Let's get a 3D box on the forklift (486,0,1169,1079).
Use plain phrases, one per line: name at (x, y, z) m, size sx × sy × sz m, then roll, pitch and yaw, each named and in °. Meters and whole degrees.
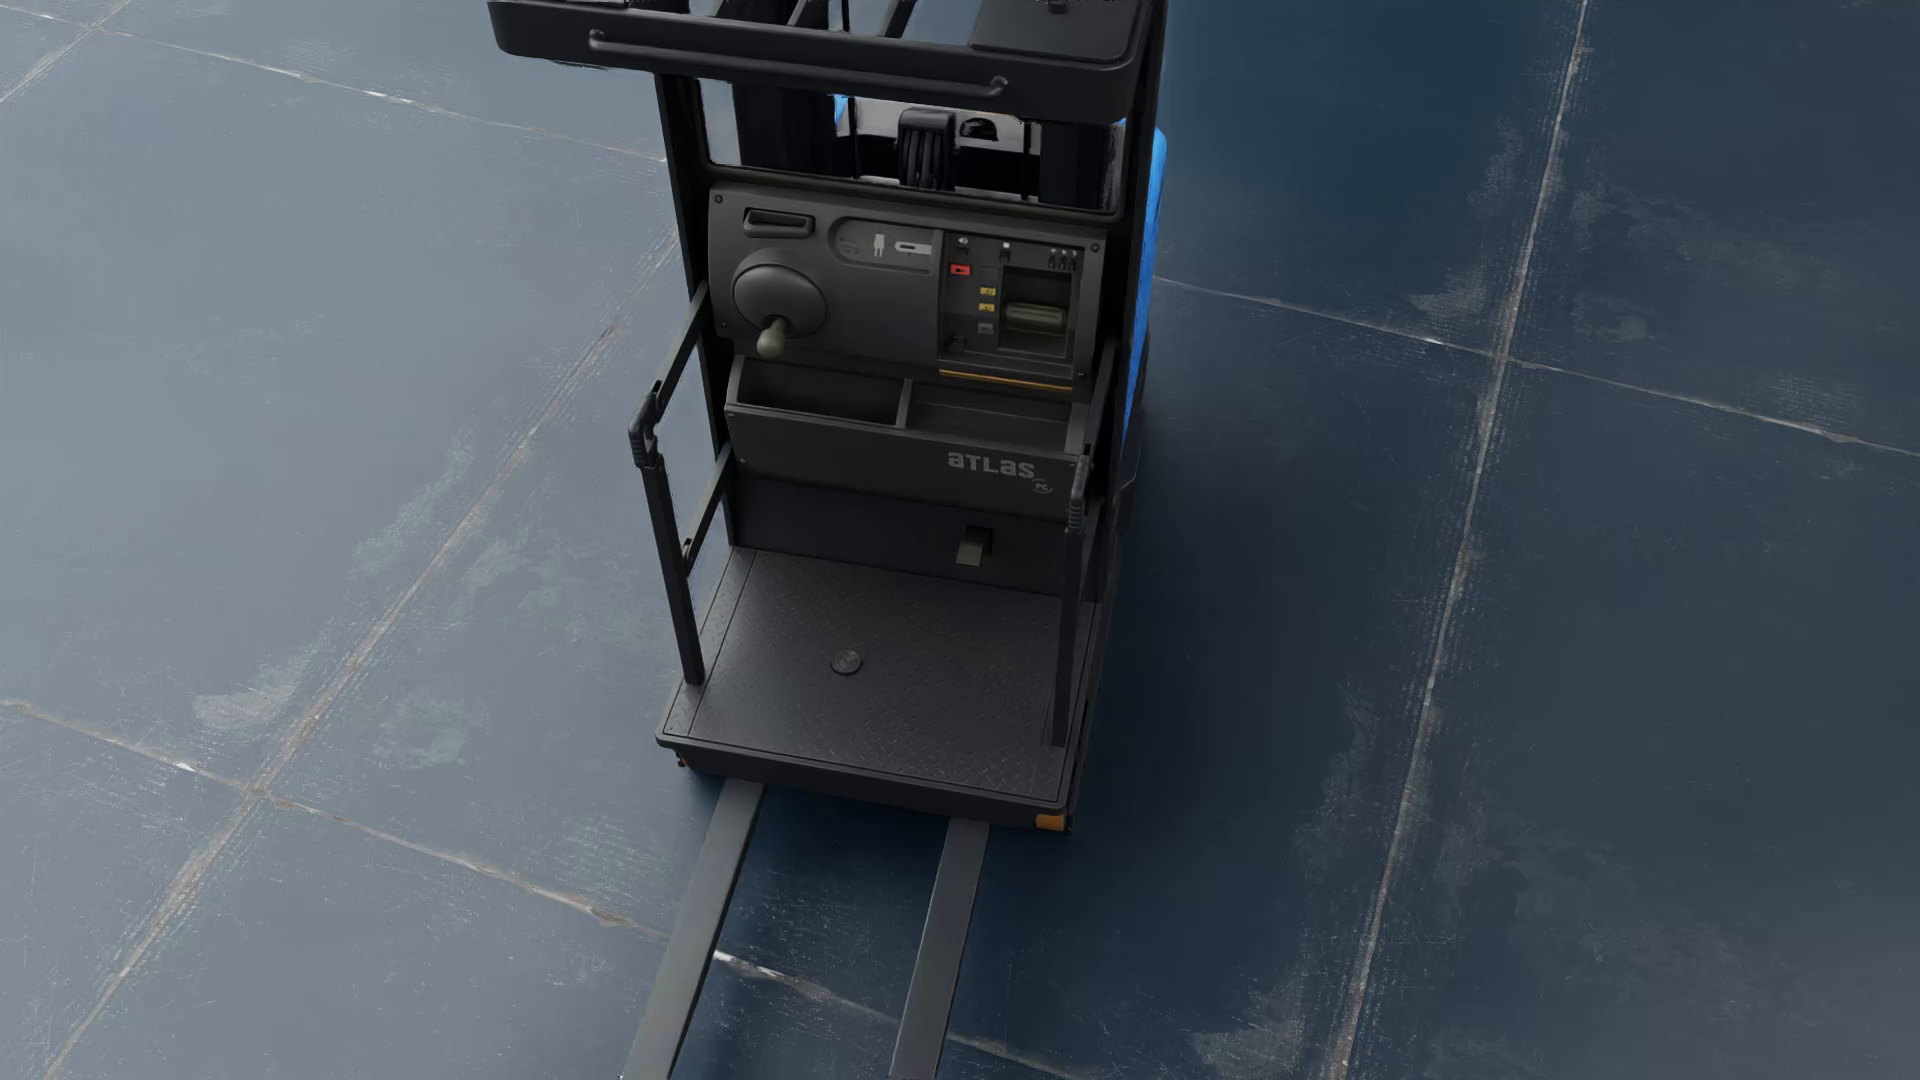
forklift at (-0.173, -0.480, 3.727) m, size 1.130 × 2.935 × 3.031 m, roll 9°, pitch 50°, yaw 8°
